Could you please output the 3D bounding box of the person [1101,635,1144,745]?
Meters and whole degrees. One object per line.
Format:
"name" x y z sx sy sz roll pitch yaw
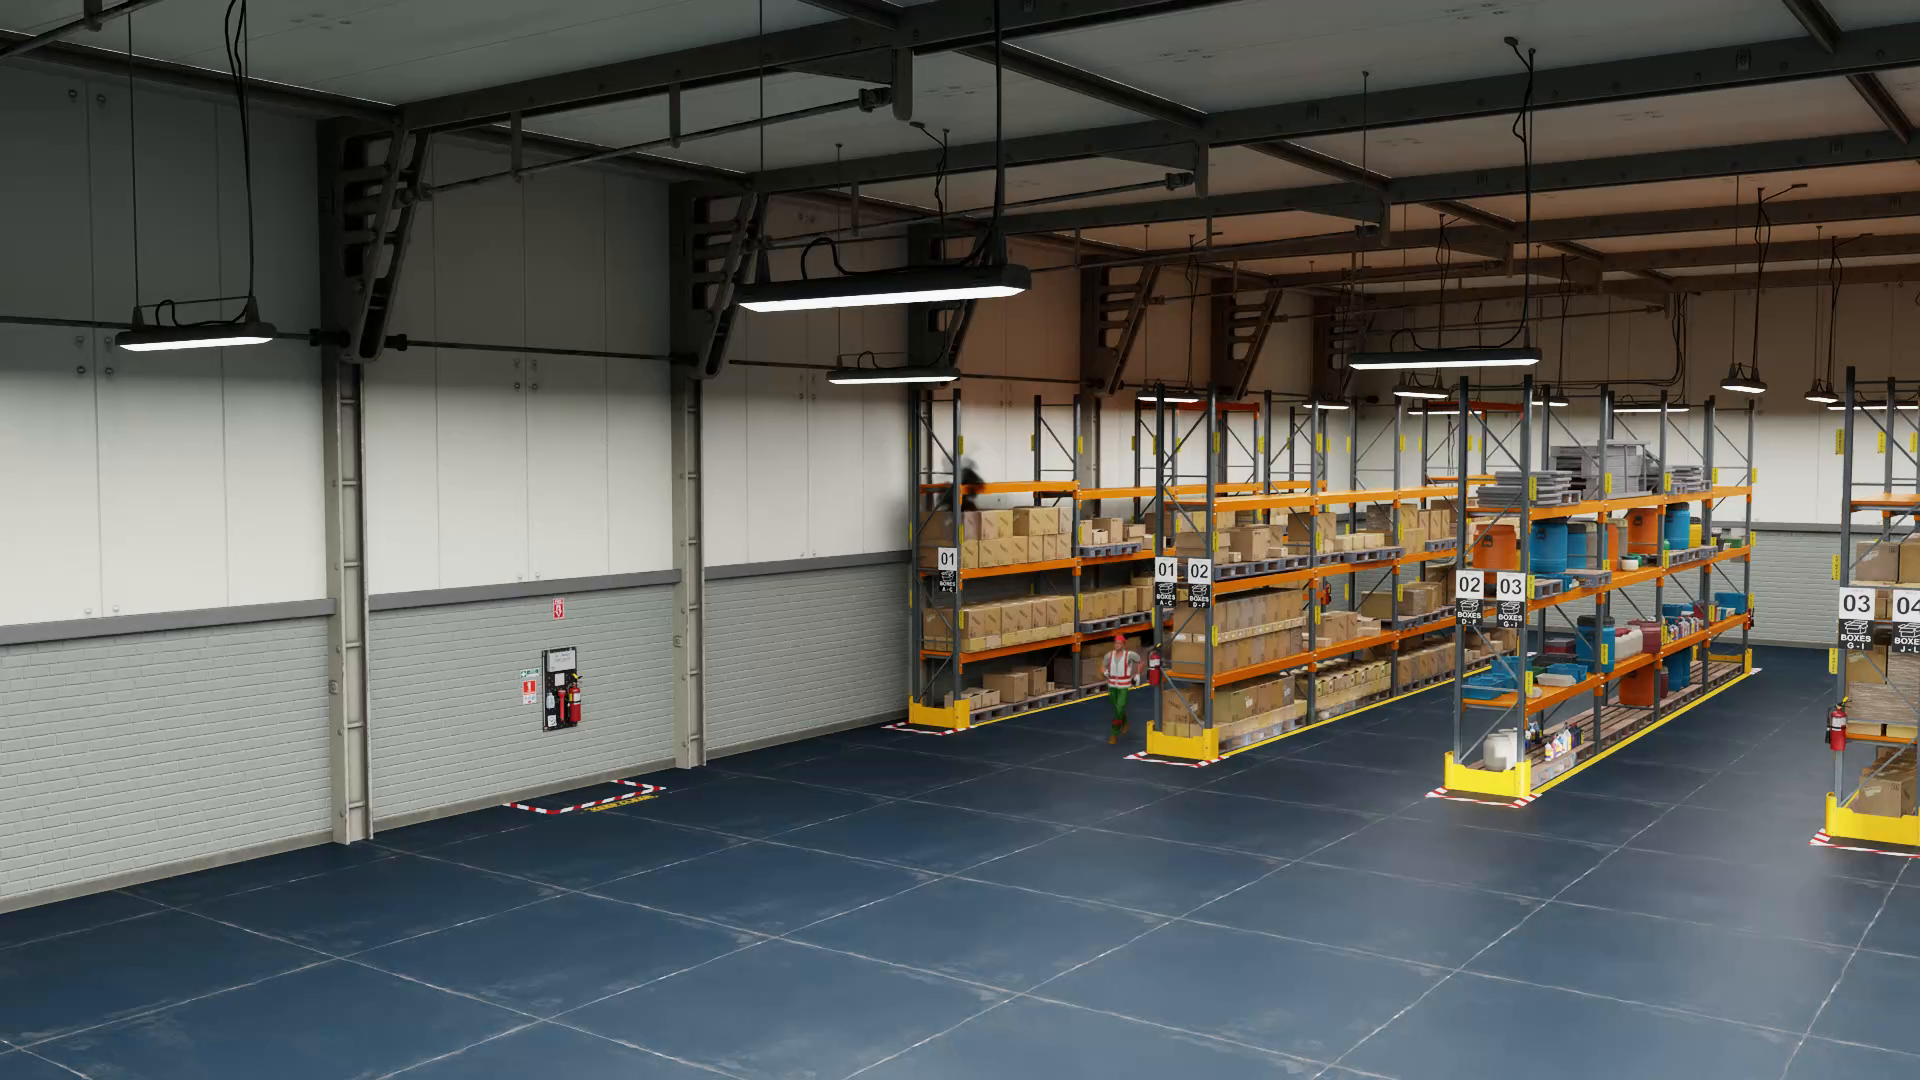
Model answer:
"person" 2.719 2.515 28.132 0.692 1.840 0.894 2 4 27
